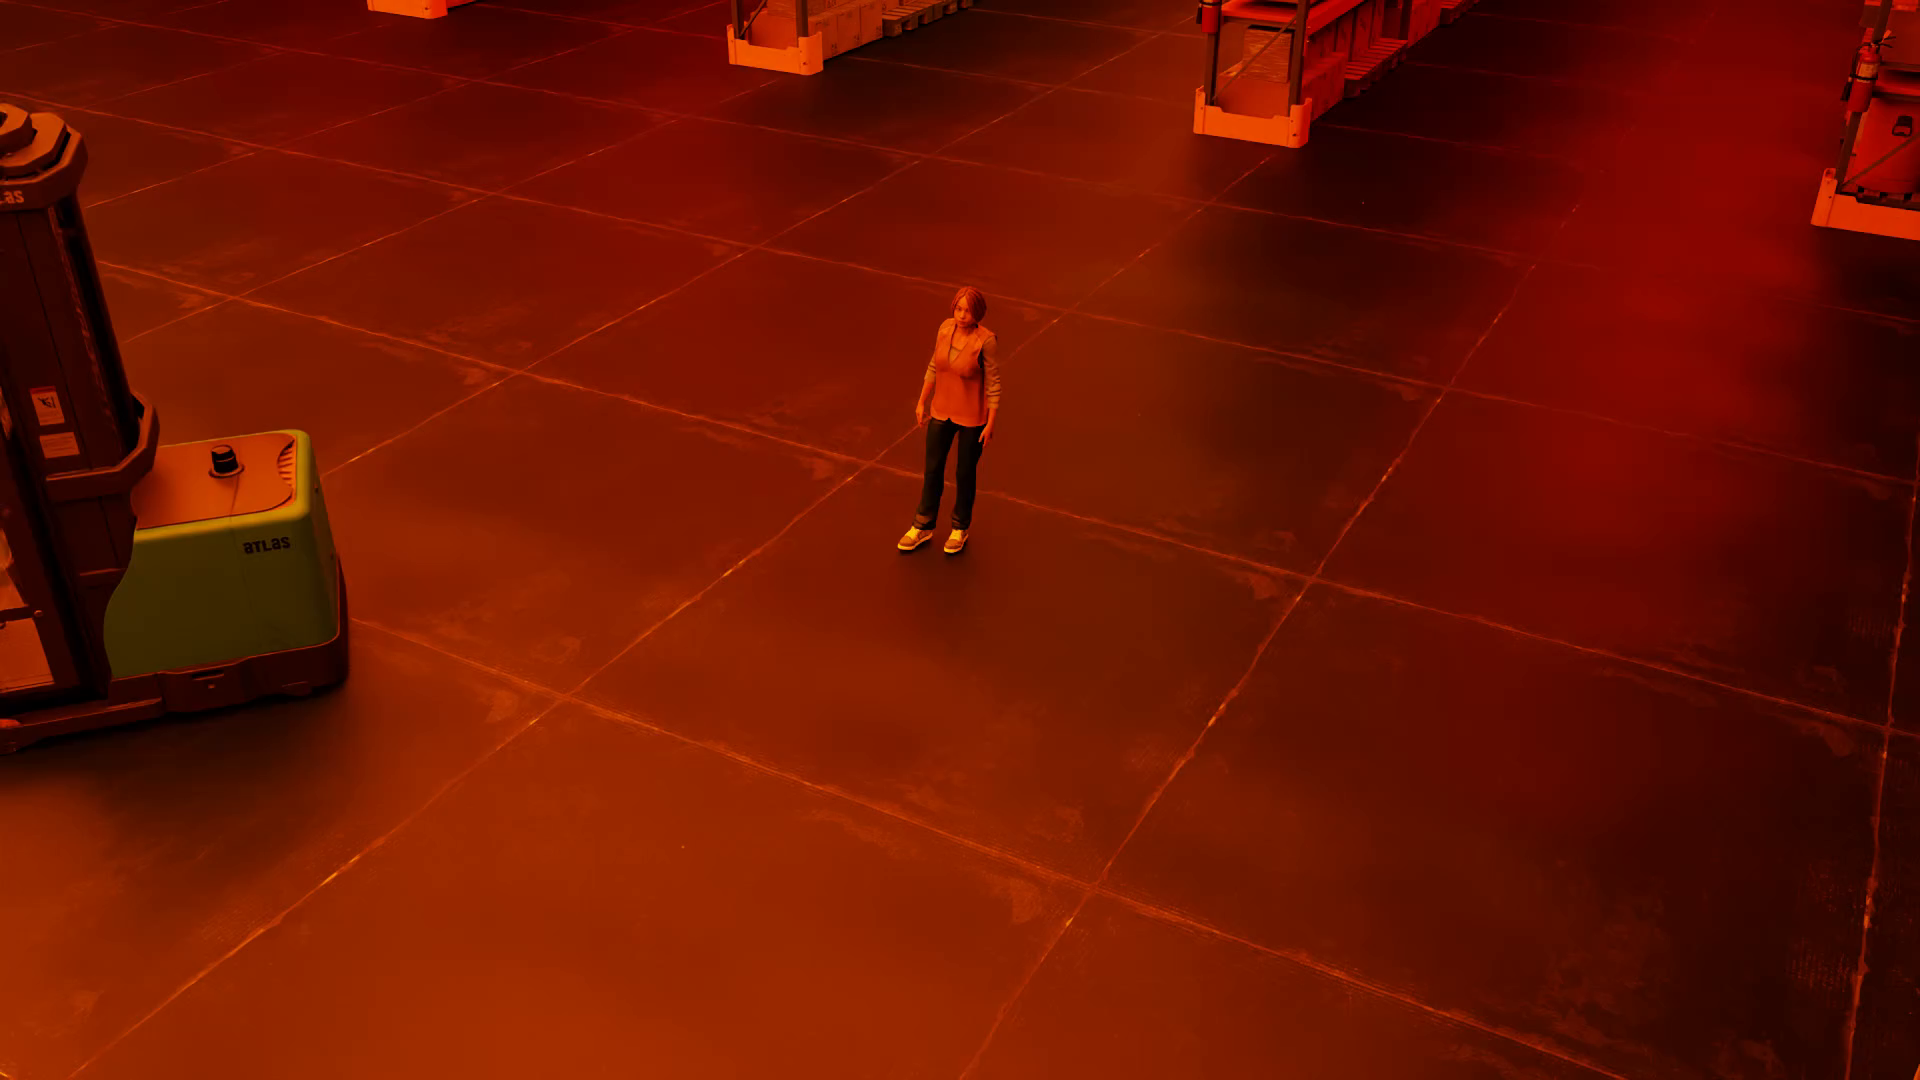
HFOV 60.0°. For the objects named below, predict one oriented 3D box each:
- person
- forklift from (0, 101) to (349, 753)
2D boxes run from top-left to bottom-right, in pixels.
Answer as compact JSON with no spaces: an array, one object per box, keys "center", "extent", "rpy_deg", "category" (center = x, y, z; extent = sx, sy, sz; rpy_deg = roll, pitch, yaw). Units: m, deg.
[{"center":[-0.052,-0.660,9.556],"extent":[0.513,1.576,0.473],"rpy_deg":[15,33,25],"category":"person"},{"center":[-4.762,-0.486,7.913],"extent":[3.031,2.935,1.130],"rpy_deg":[-10,31,-16],"category":"forklift"}]
